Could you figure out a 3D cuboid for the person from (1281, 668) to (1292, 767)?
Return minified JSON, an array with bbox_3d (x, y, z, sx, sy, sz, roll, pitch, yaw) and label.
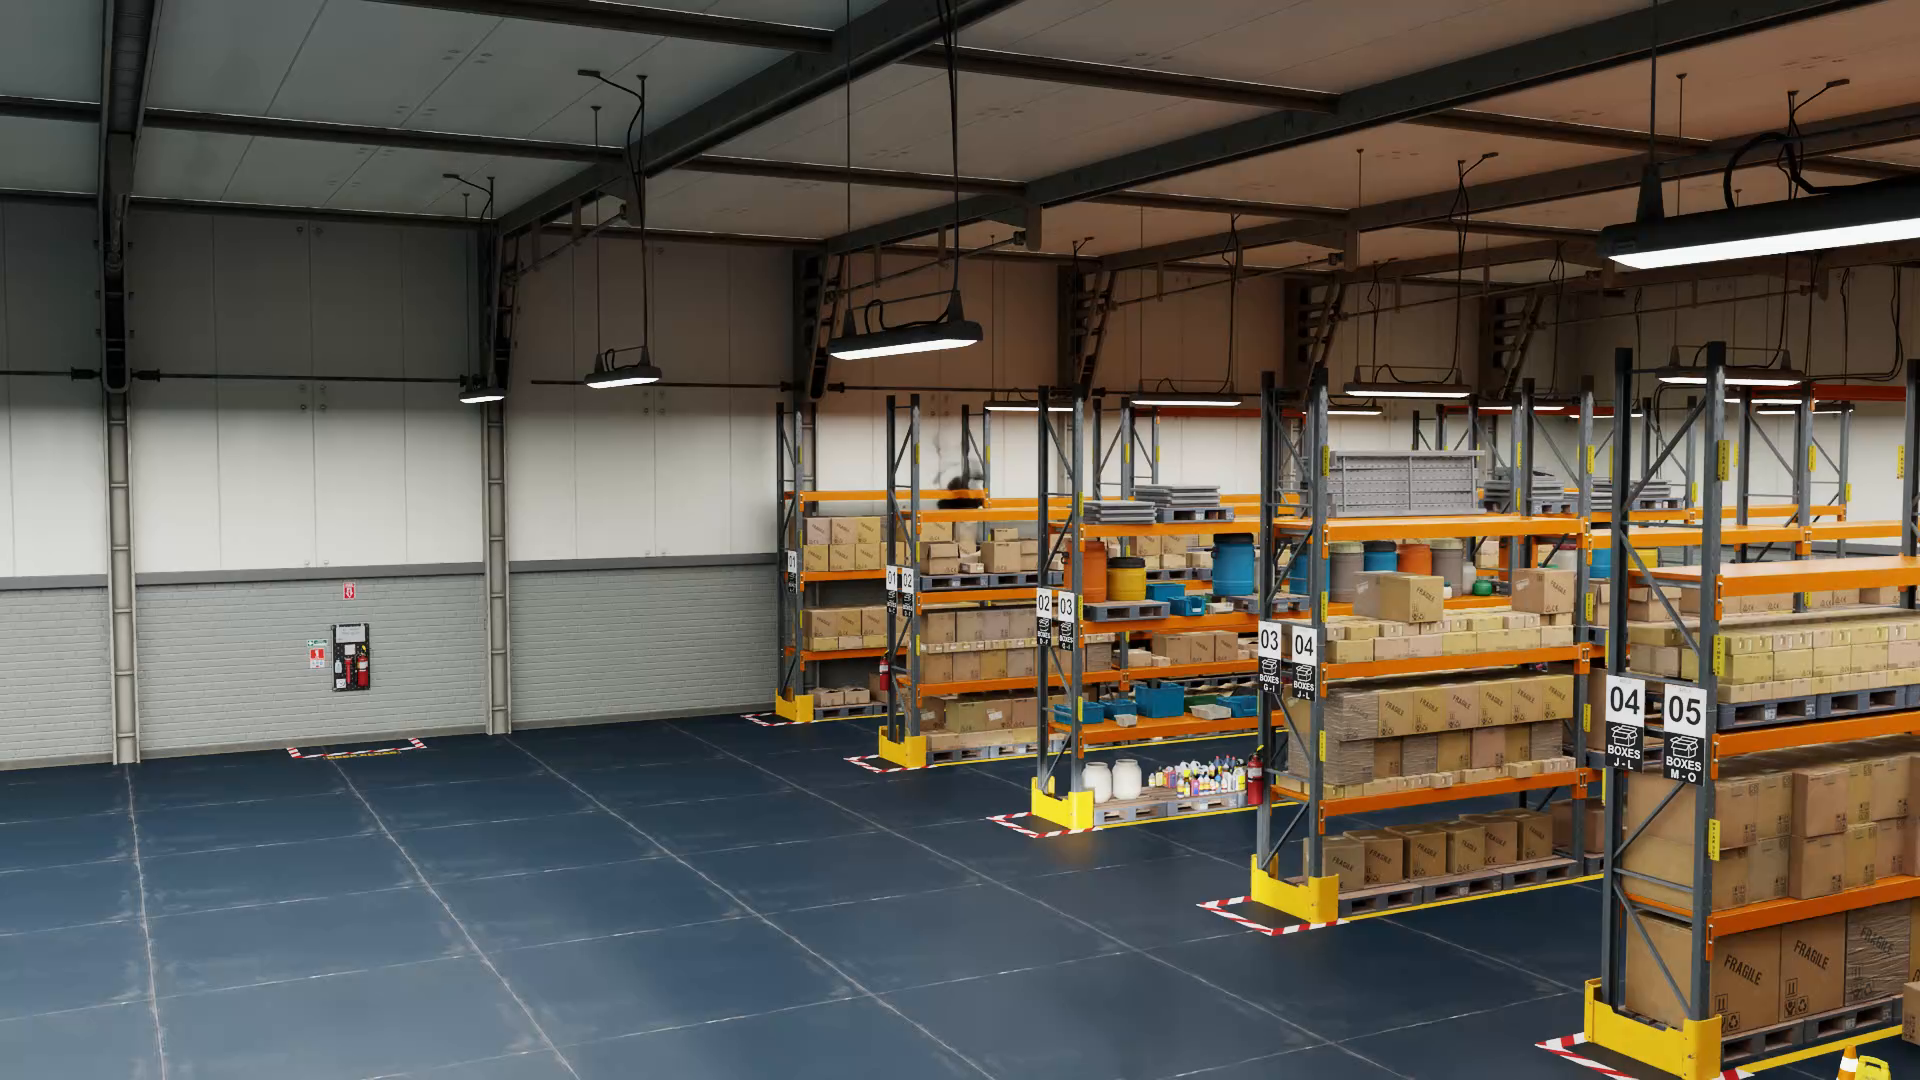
[{"bbox_3d":[5.449,2.794,27.038,0.799,1.802,0.645,-1,4,-24],"label":"person"}]
